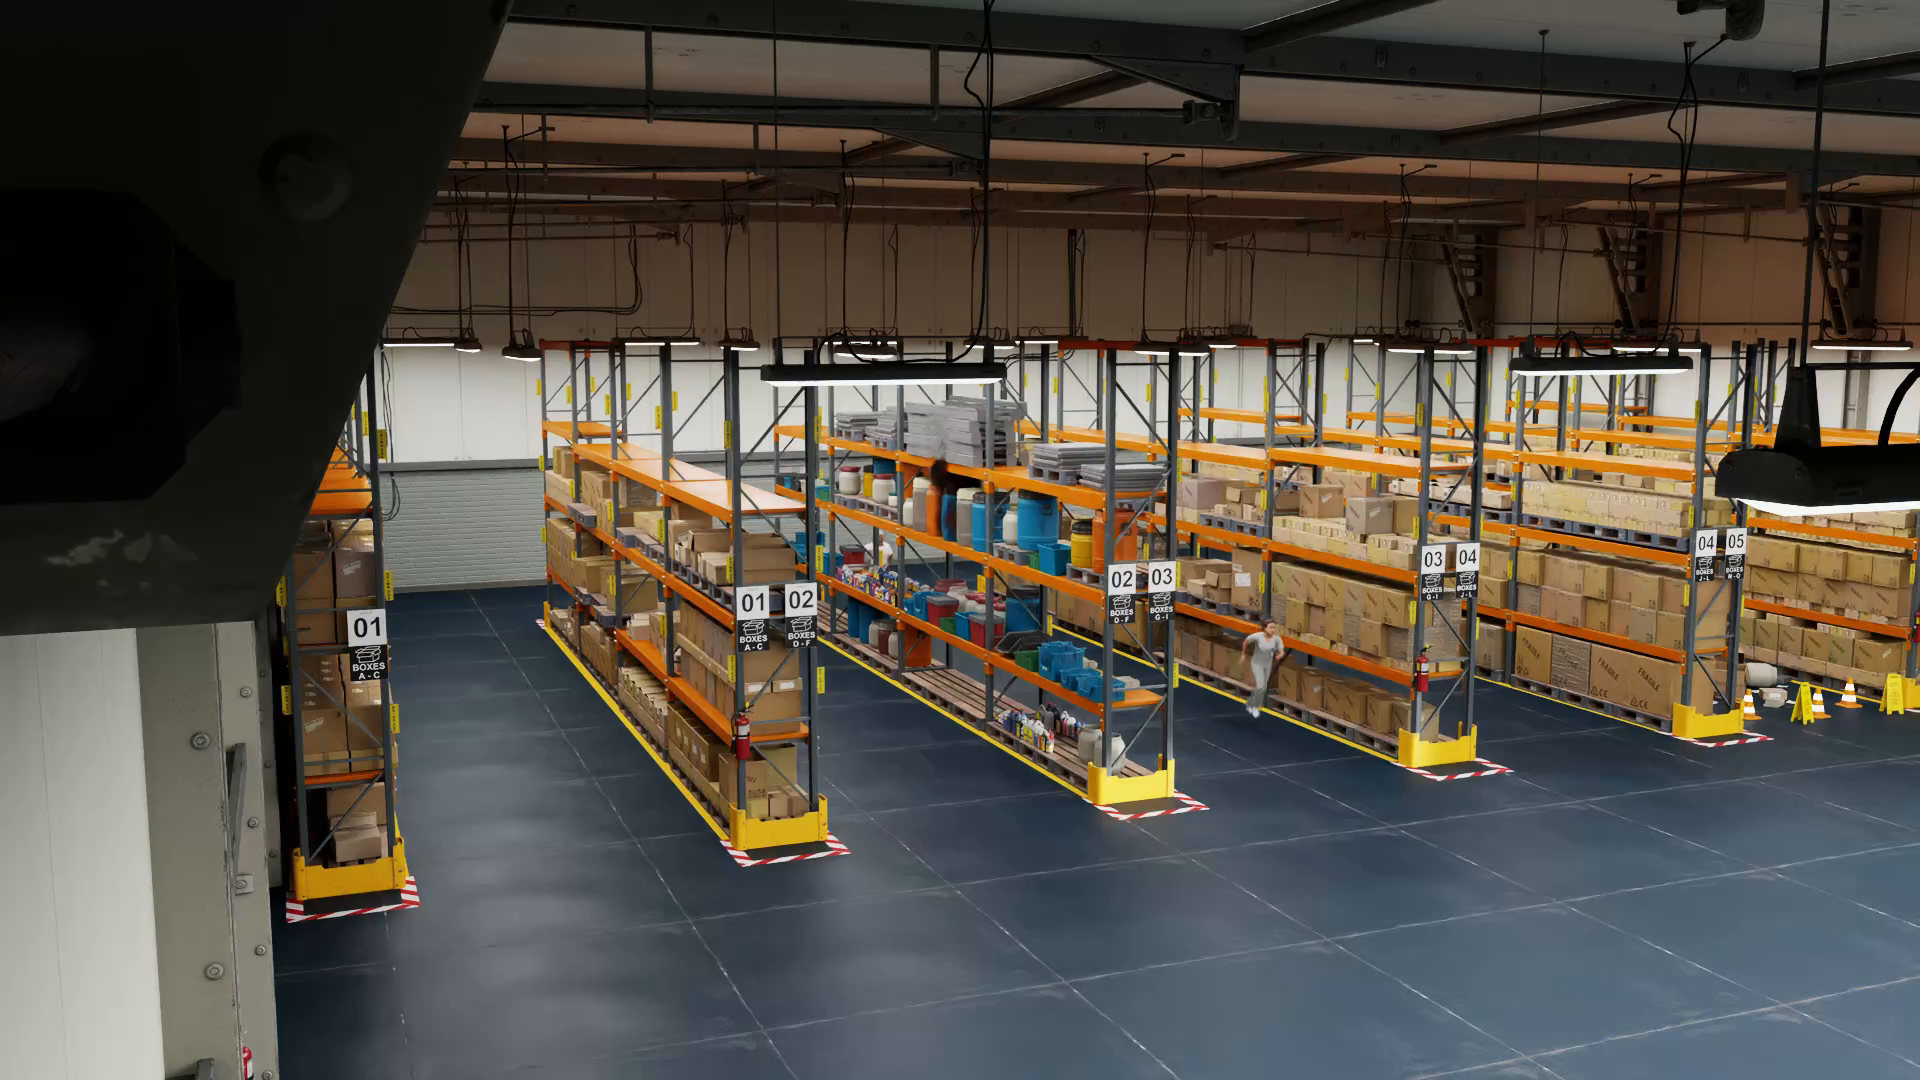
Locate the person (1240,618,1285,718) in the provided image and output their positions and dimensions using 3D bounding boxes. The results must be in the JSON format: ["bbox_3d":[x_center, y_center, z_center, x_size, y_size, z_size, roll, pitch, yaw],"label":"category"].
[{"bbox_3d":[4.654,1.956,25.573,0.566,1.567,0.915,-2,8,-15],"label":"person"}]

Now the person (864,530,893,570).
[{"bbox_3d":[-1.777,0.668,36.888,0.666,1.786,0.721,-6,9,-37],"label":"person"}]
